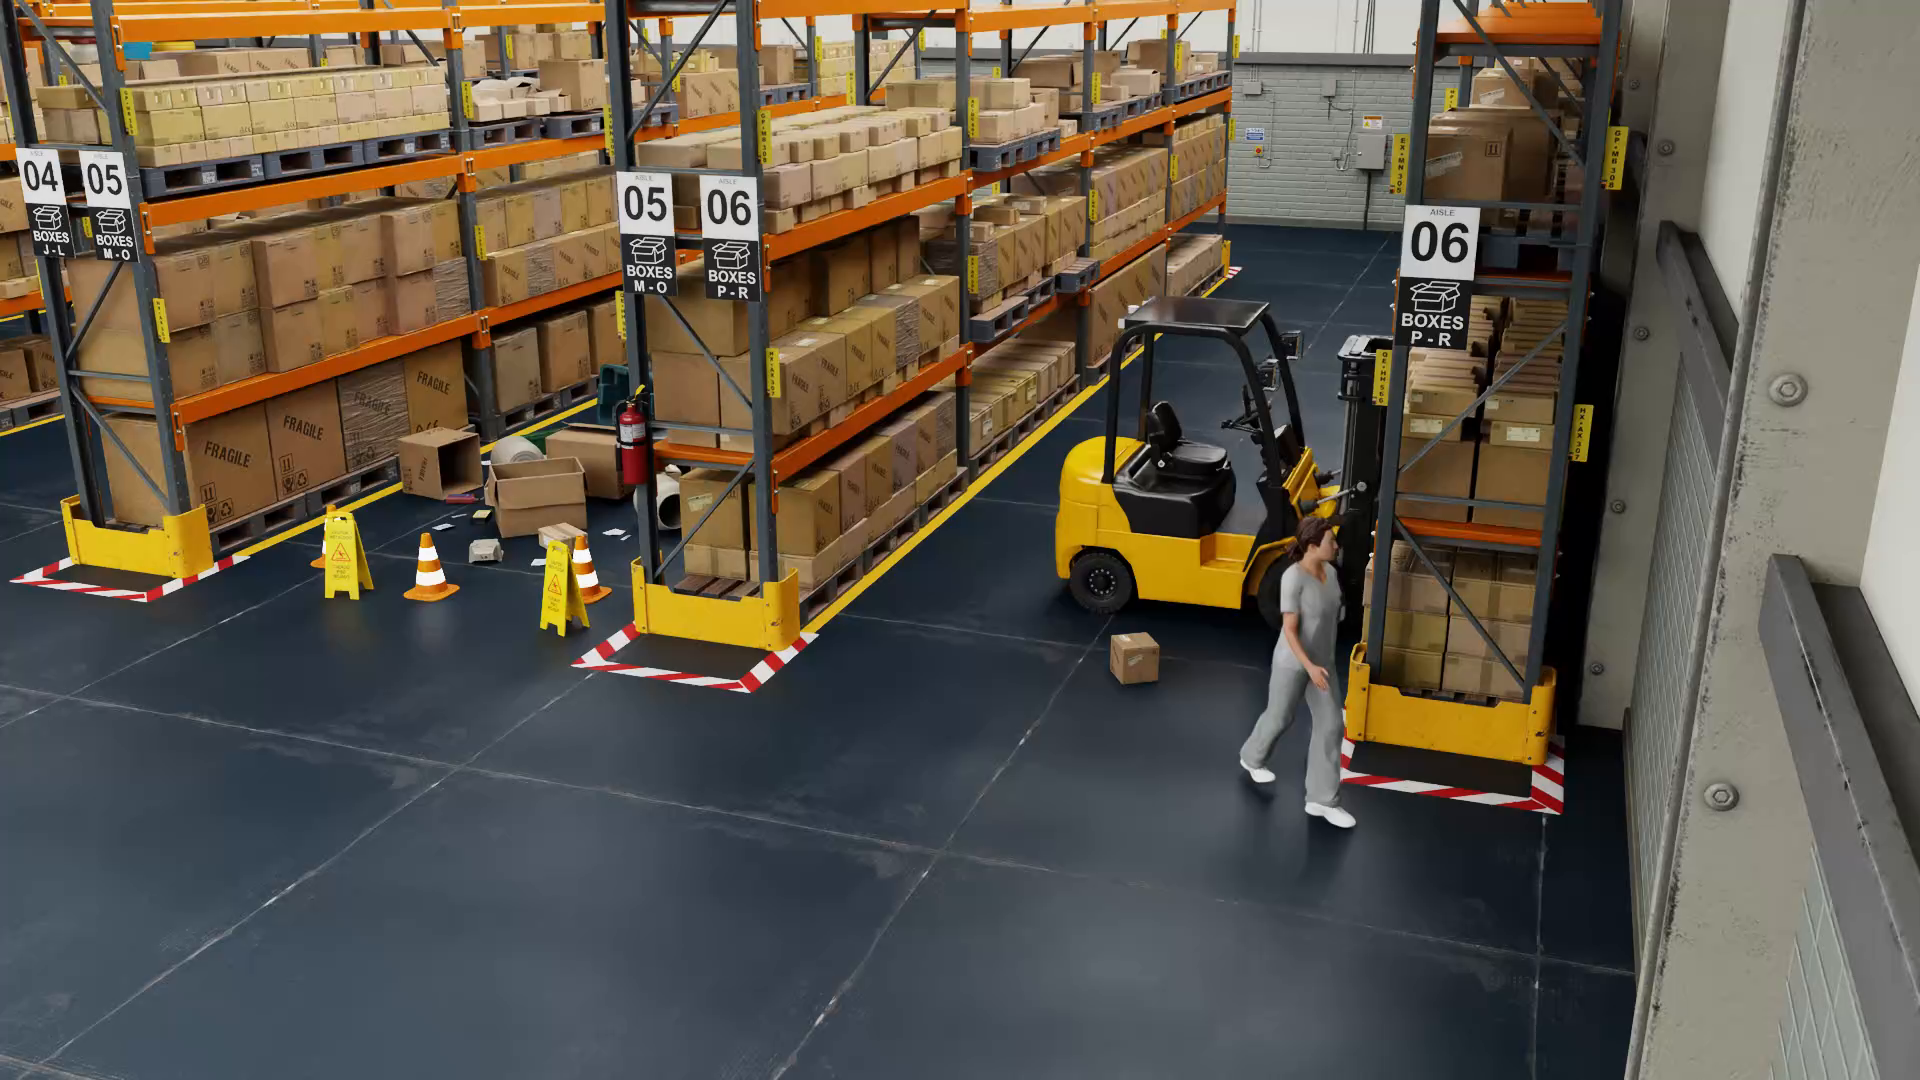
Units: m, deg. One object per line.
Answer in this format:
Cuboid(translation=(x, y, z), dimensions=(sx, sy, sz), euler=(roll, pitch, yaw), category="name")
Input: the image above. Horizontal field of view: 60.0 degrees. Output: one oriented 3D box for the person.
Cuboid(translation=(1.877, 0.627, 9.100), dimensions=(0.479, 1.576, 0.743), euler=(-12, 22, -32), category="person")
